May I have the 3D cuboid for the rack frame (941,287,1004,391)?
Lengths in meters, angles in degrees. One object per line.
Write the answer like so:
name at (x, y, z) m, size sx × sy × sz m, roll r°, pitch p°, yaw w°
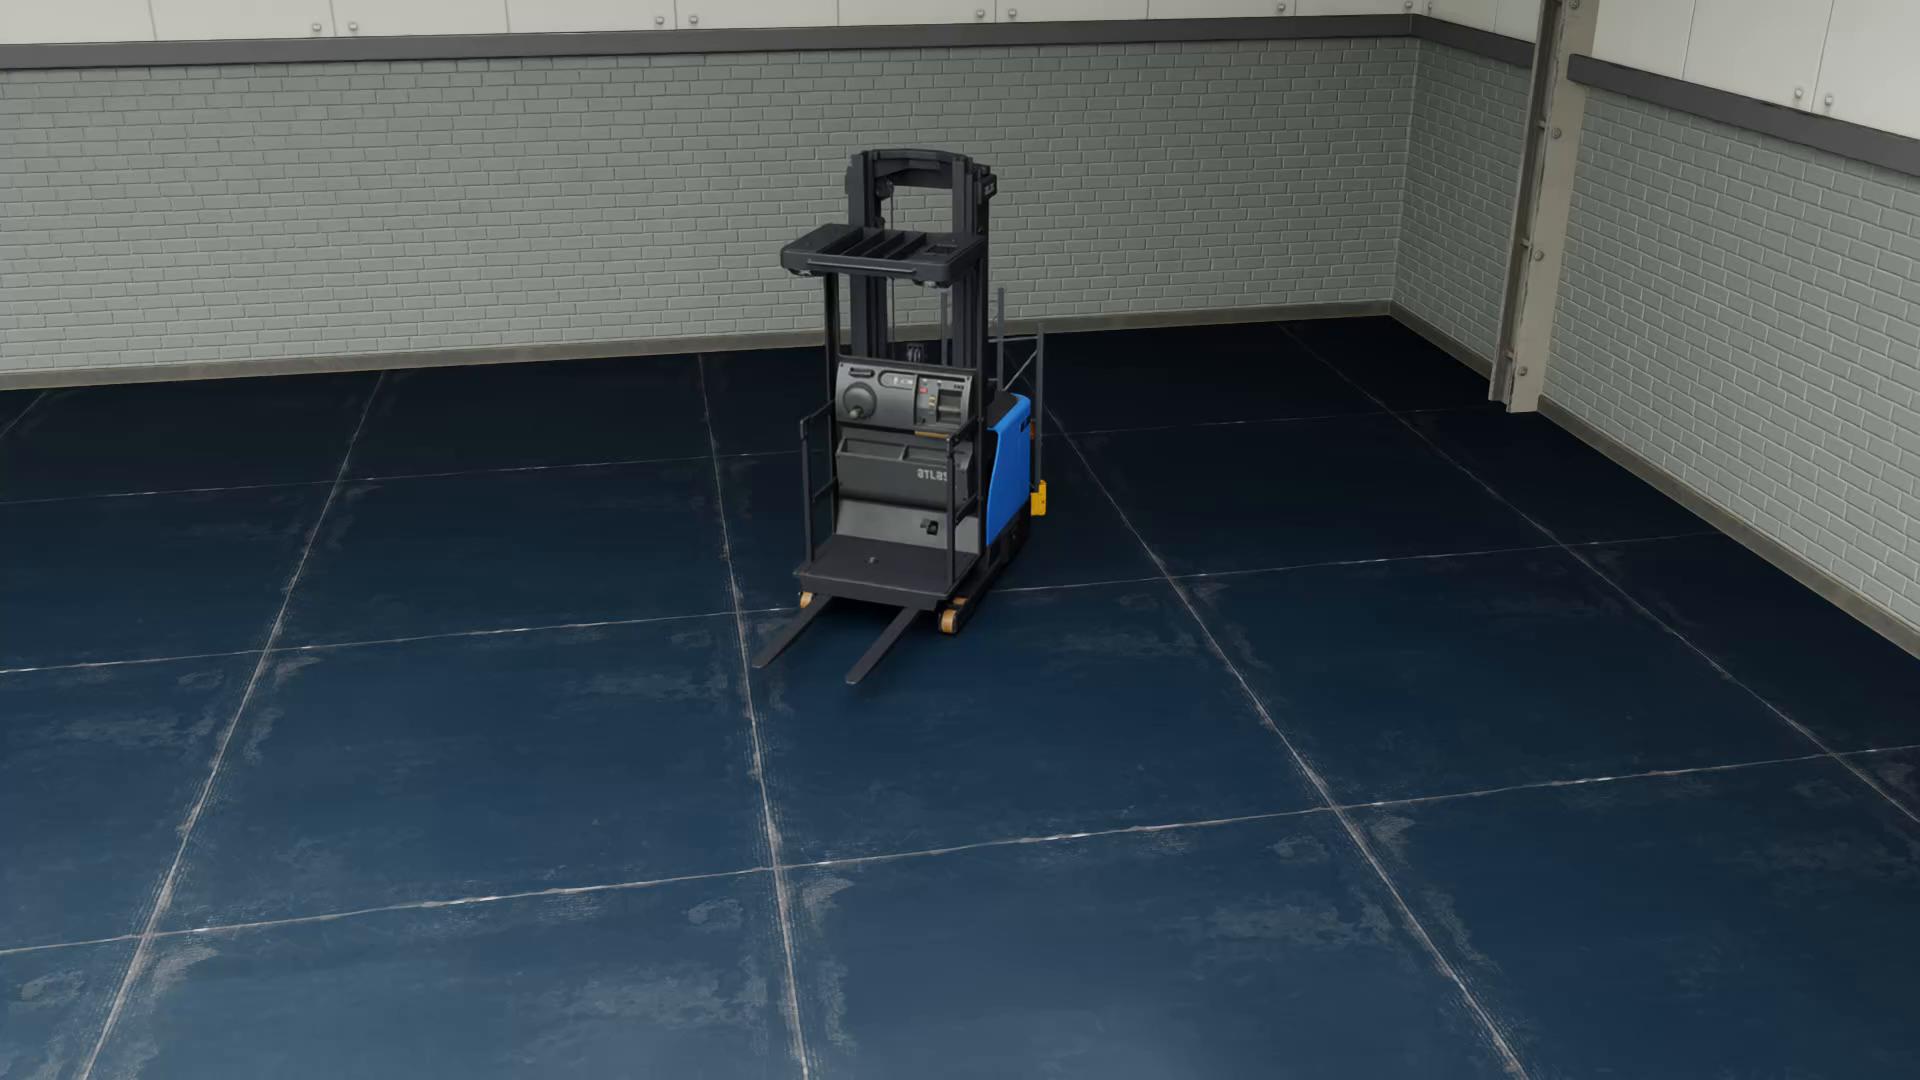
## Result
rack frame at (0.100, -1.262, 13.267) m, size 0.500 × 1.500 × 0.032 m, roll -6°, pitch 24°, yaw -14°

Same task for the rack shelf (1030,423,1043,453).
rack shelf at (0.233, -0.901, 12.889) m, size 0.538 × 0.185 × 1.000 m, roll -6°, pitch 24°, yaw -14°

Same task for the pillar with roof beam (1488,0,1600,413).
pillar with roof beam at (0.783, -5.032, 12.527) m, size 9.100 × 9.000 × 0.400 m, roll -4°, pitch 24°, yaw -10°

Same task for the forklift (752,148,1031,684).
forklift at (-0.438, -0.911, 10.674) m, size 1.130 × 2.935 × 3.031 m, roll 8°, pitch 25°, yaw 17°

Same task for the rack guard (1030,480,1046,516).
rack guard at (0.365, -0.297, 12.619) m, size 0.587 × 0.250 × 0.087 m, roll -6°, pitch 24°, yaw -14°

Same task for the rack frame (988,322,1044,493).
rack frame at (0.366, -0.870, 12.367) m, size 0.500 × 1.500 × 0.032 m, roll -6°, pitch 24°, yaw -14°

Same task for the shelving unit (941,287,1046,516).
shelving unit at (0.235, -1.063, 12.809) m, size 0.587 × 1.500 × 1.083 m, roll -6°, pitch 24°, yaw -14°
